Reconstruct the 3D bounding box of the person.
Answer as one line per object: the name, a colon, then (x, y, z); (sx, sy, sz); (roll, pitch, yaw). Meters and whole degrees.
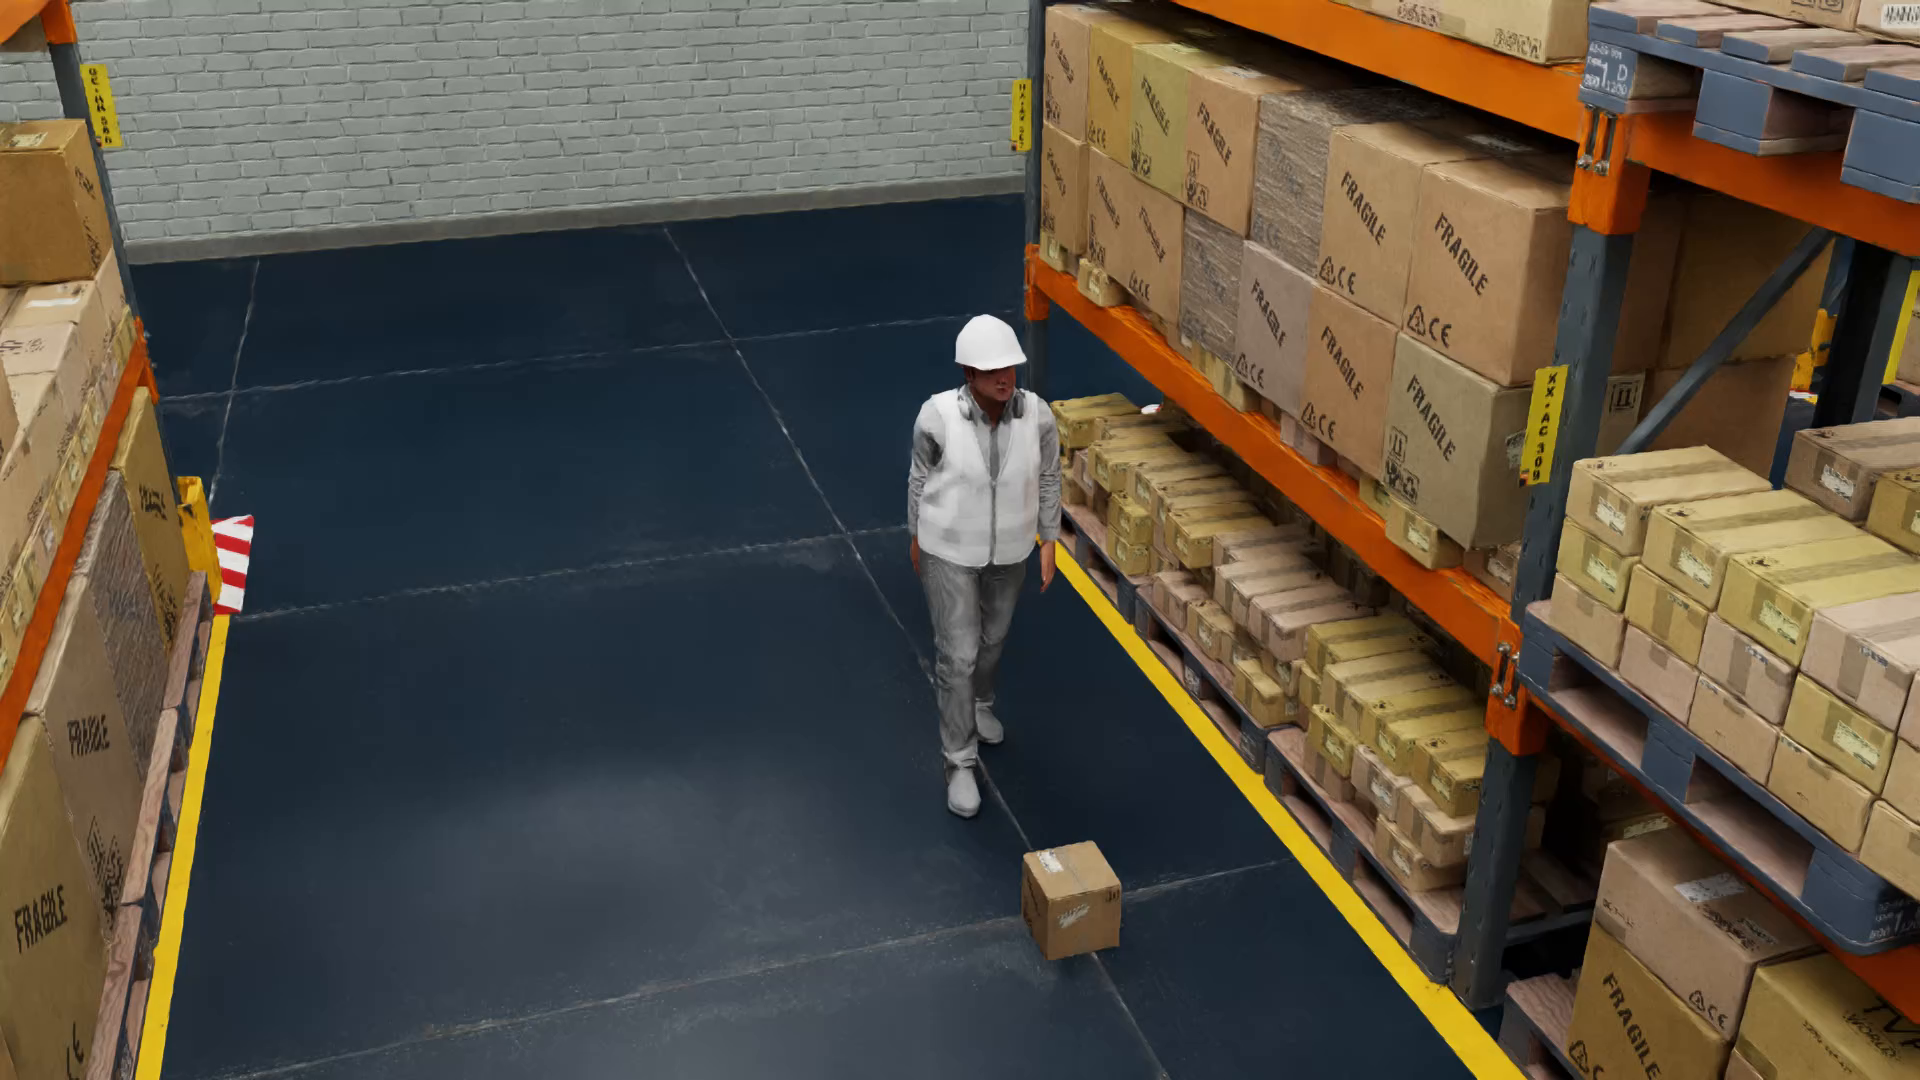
person: (0.121, 0.036, 5.983); (0.537, 1.757, 0.727); (-9, 27, -17)
